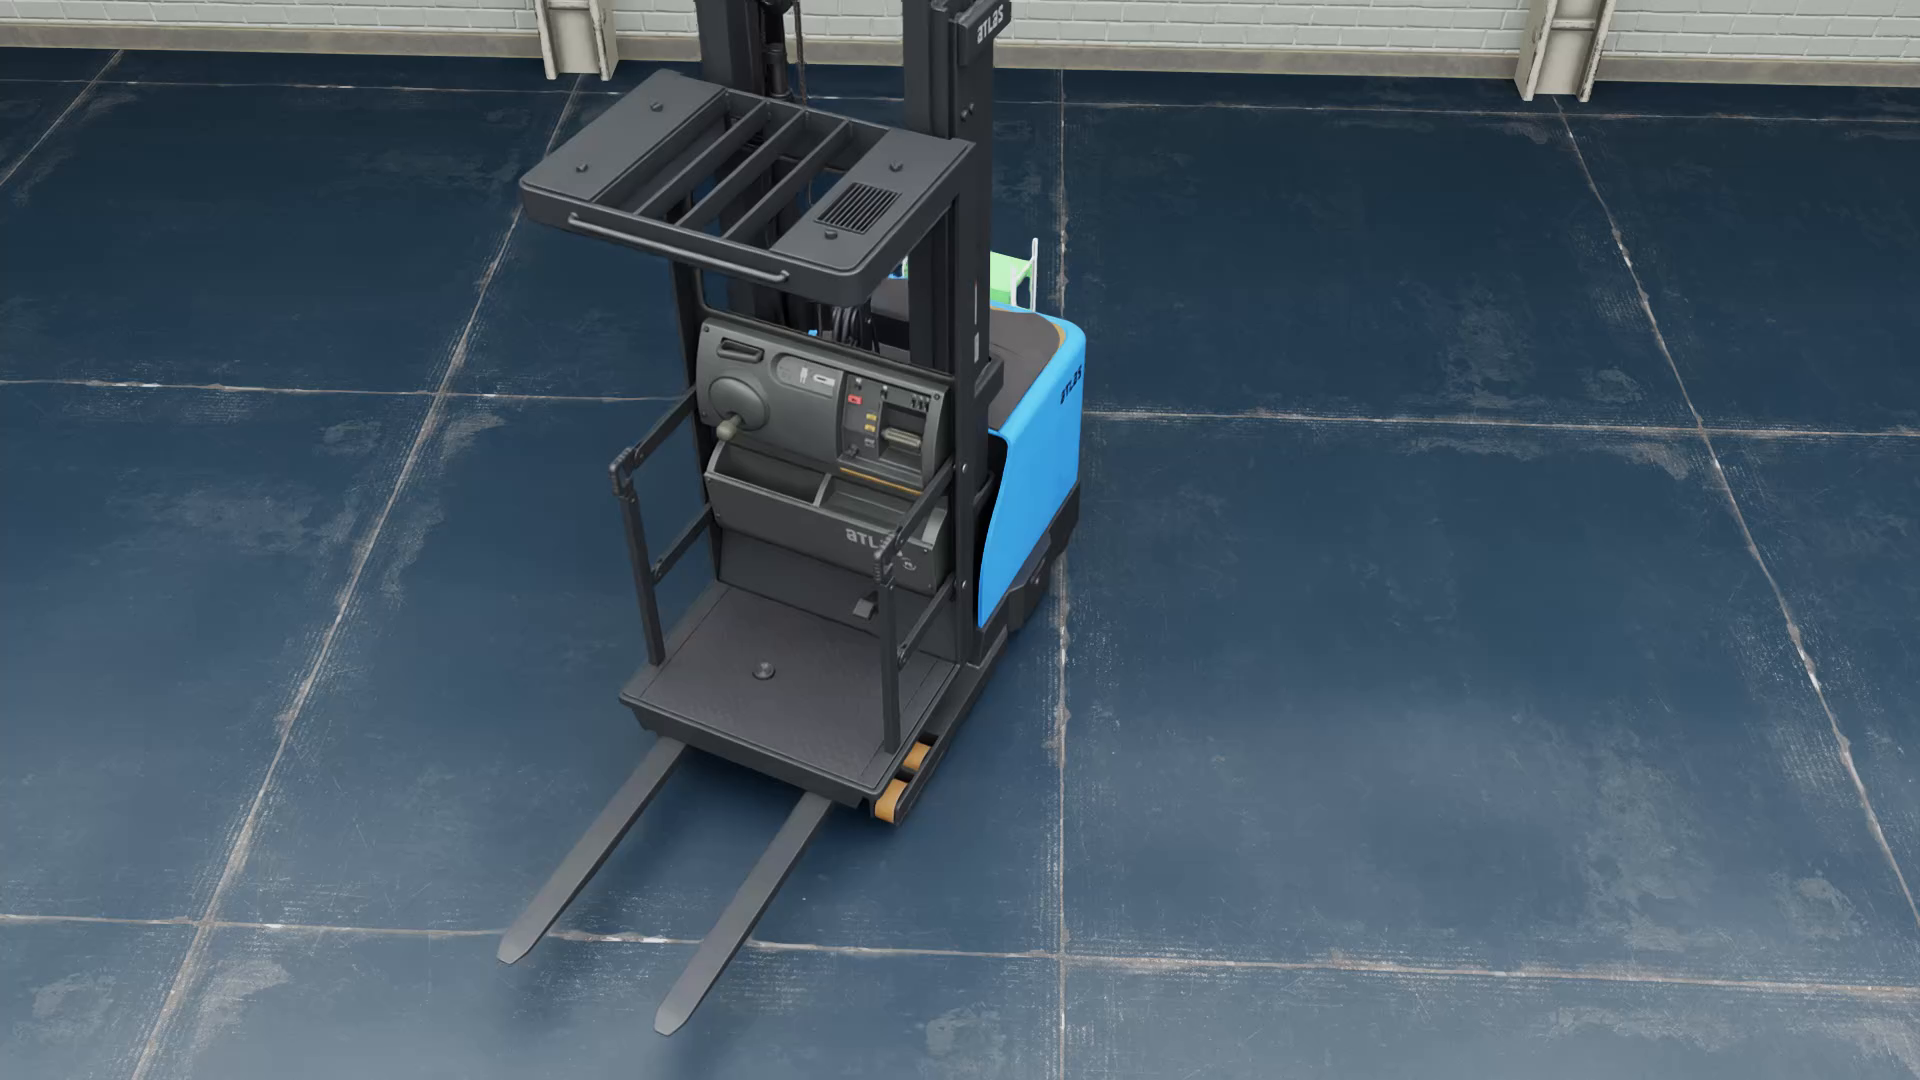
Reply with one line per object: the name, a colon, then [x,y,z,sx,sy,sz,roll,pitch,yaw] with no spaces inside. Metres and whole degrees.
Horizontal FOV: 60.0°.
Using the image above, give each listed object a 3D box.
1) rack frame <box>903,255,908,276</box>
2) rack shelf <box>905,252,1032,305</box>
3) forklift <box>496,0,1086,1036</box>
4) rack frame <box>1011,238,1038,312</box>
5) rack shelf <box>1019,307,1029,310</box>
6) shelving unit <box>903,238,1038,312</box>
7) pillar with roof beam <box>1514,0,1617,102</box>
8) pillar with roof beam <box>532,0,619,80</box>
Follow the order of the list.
rack frame: [-0.181,-0.864,7.297,0.015,1.200,0.240,18,46,18]
rack shelf: [0.040,-1.098,6.938,0.480,0.148,0.258,18,46,18]
forklift: [-0.573,-0.374,5.501,1.130,2.935,3.031,18,46,18]
rack frame: [0.262,-0.724,7.147,0.015,1.200,0.240,18,46,18]
rack shelf: [0.040,-0.923,7.102,0.480,0.148,0.258,18,46,18]
shelving unit: [0.040,-0.794,7.222,0.503,1.200,0.258,18,46,18]
pillar with roof beam: [3.439,-3.137,4.016,0.400,9.000,9.100,2,43,2]
pillar with roof beam: [-2.555,-3.322,4.214,0.400,9.000,9.100,2,43,2]
